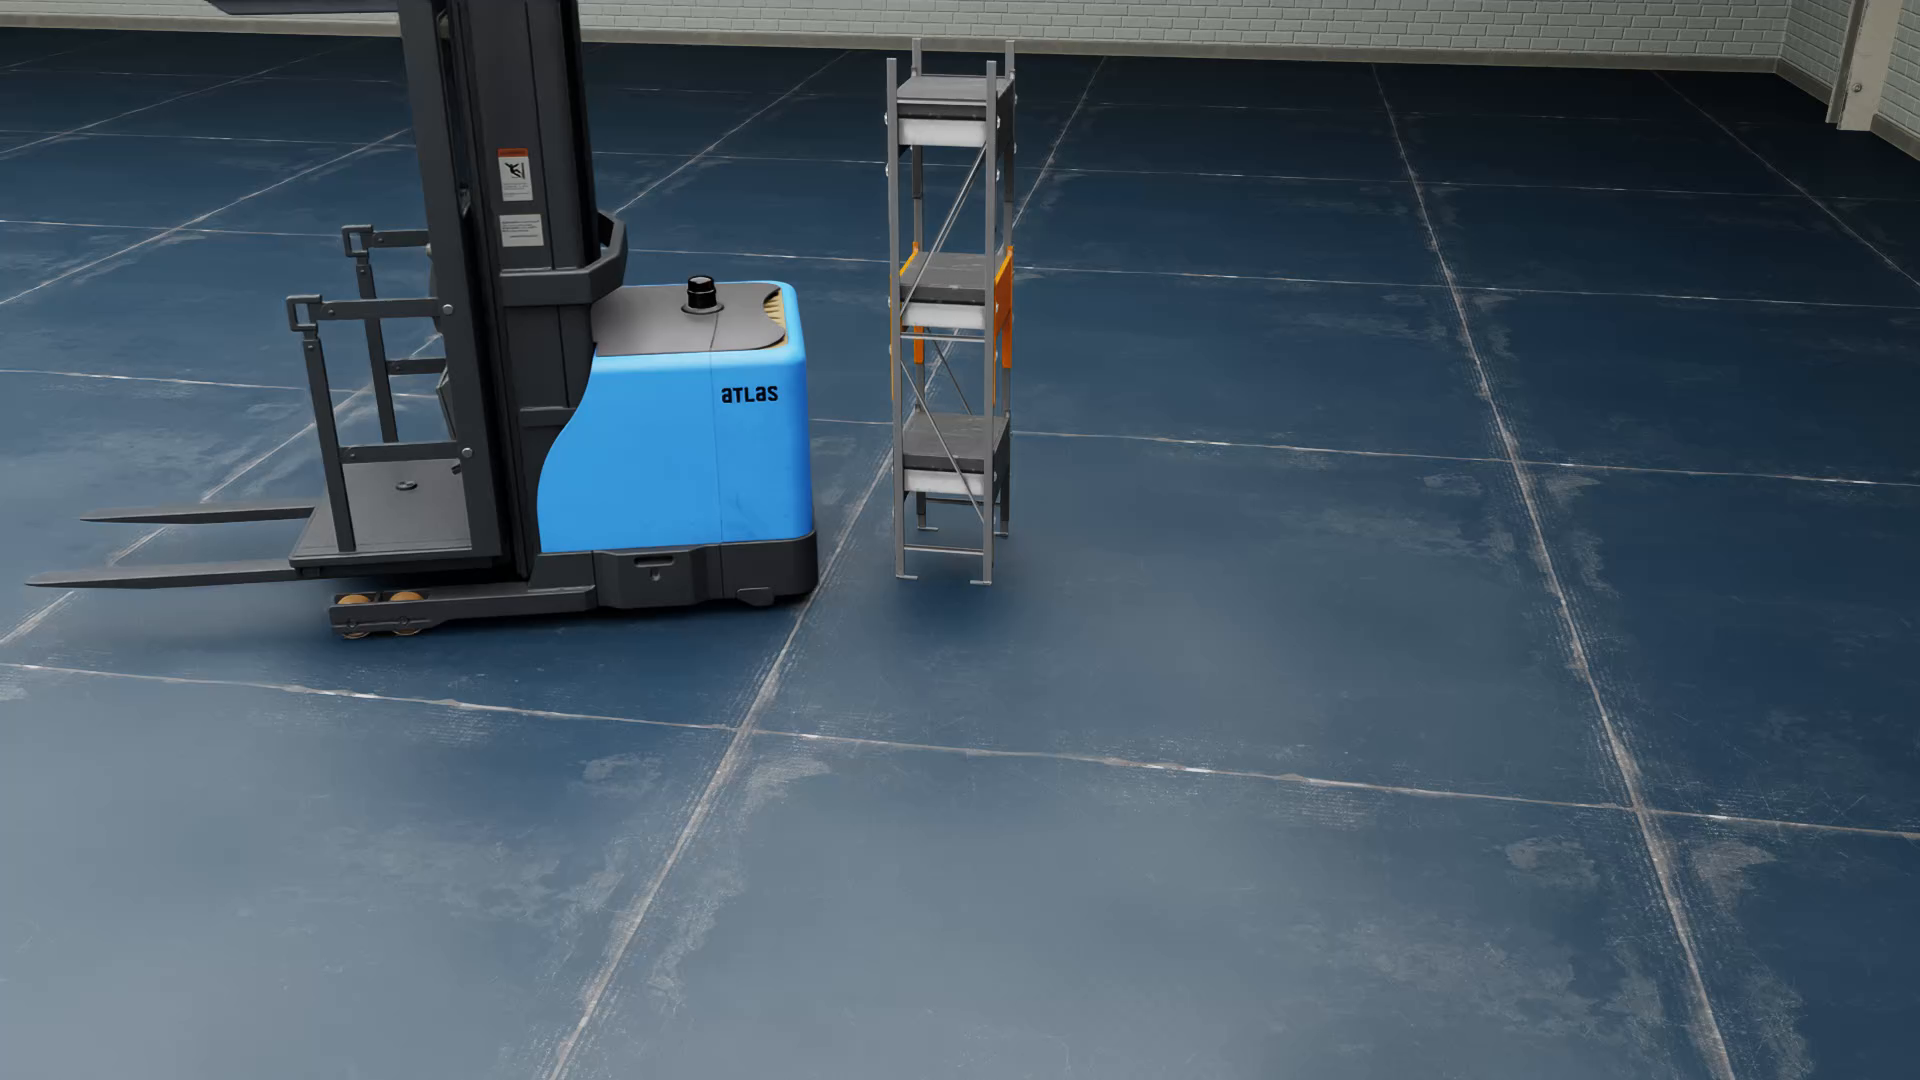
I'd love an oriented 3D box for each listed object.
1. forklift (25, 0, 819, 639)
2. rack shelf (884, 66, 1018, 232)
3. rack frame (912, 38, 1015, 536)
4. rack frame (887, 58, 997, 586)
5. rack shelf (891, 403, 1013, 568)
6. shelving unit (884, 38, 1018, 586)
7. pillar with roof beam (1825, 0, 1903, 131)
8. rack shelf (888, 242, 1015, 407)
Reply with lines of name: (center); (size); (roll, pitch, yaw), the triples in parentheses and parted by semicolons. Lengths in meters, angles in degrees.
forklift: (-2.129, -1.185, 6.324); (3.031, 2.935, 1.130); (-3, 25, -7)
rack shelf: (-0.027, -1.503, 6.366); (0.431, 0.518, 0.480); (4, 25, 9)
rack frame: (0.013, -0.984, 6.875); (0.400, 2.100, 0.015); (4, 25, 9)
rack frame: (-0.067, -0.780, 6.439); (0.400, 2.100, 0.015); (4, 25, 9)
rack shelf: (-0.027, -0.235, 6.959); (0.431, 0.518, 0.480); (4, 25, 9)
shelving unit: (-0.027, -0.882, 6.657); (0.431, 2.100, 0.503); (4, 25, 9)
pillar with roof beam: (4.035, -8.229, 14.216); (9.100, 9.000, 0.400); (4, 25, 9)
rack shelf: (-0.027, -0.869, 6.663); (0.431, 0.518, 0.480); (4, 25, 9)
